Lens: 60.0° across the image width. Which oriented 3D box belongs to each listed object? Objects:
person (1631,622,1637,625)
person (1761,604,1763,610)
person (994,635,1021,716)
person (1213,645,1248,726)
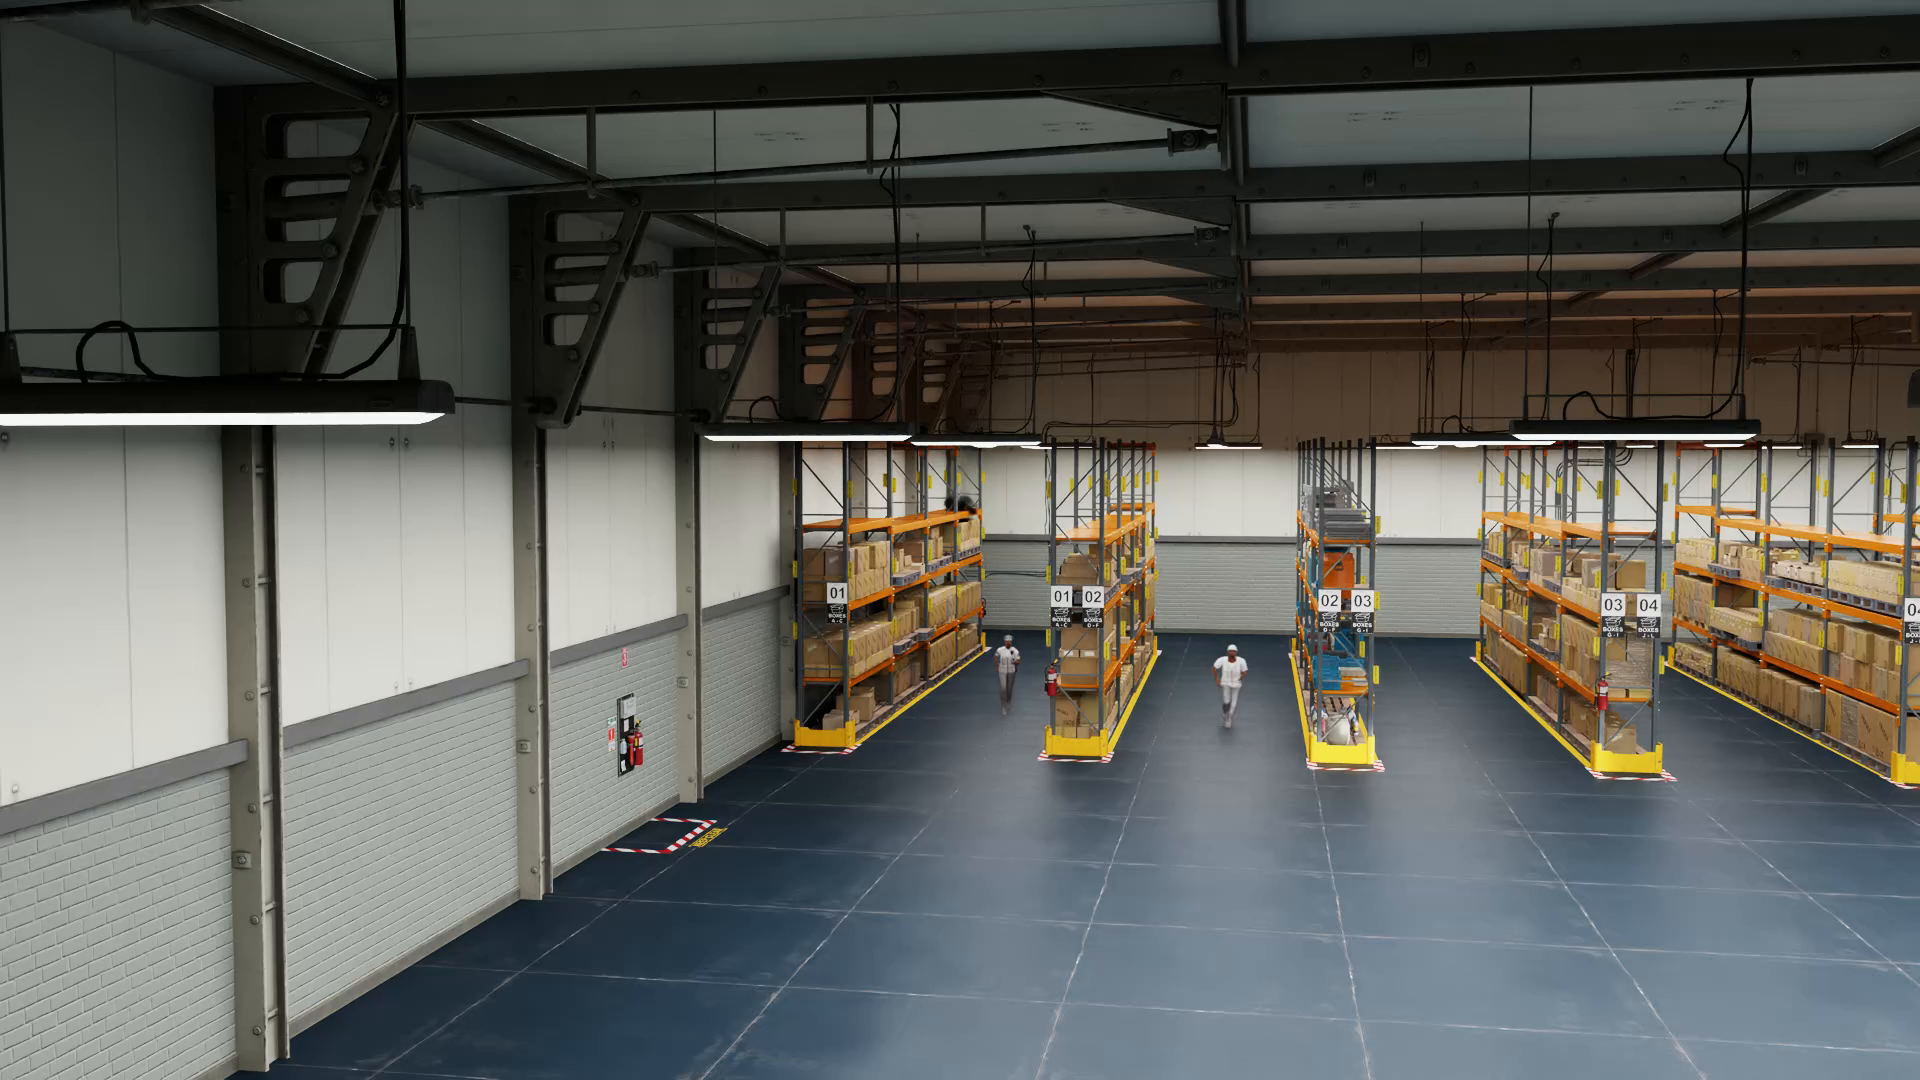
[{"bbox_3d":[18.386,2.521,45.722,0.640,1.617,0.701,0,3,-6],"label":"person"},{"bbox_3d":[21.054,2.545,43.725,0.681,1.734,0.591,0,3,9],"label":"person"},{"bbox_3d":[1.043,2.949,36.498,0.563,1.756,0.776,0,3,-4],"label":"person"},{"bbox_3d":[5.621,3.025,34.479,0.696,1.717,0.632,0,3,0],"label":"person"}]
